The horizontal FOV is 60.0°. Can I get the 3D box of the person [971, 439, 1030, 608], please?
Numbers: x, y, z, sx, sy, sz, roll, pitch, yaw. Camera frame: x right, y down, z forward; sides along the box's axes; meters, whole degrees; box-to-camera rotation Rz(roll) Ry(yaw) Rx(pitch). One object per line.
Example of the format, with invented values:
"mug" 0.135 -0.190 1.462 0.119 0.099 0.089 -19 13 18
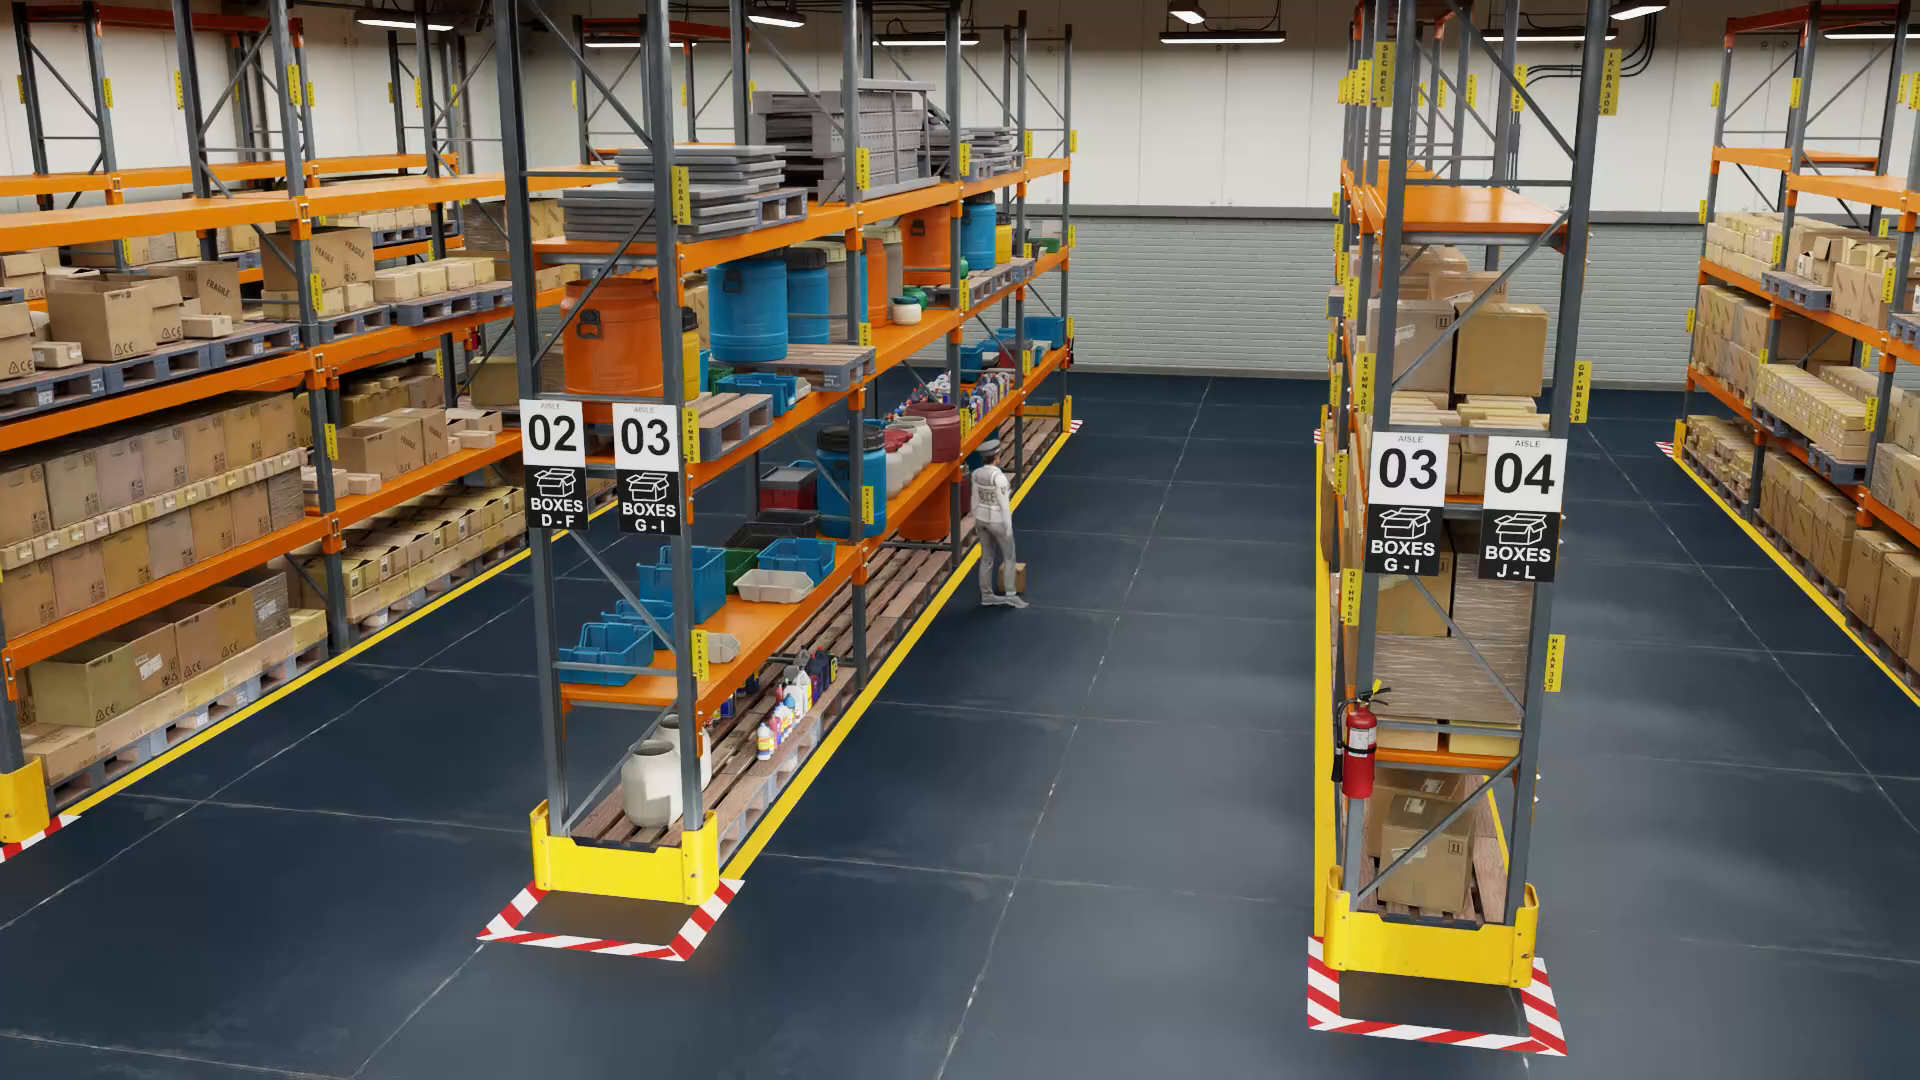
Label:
"person" 0.384 -0.150 16.594 0.434 1.717 0.544 -14 20 -42
